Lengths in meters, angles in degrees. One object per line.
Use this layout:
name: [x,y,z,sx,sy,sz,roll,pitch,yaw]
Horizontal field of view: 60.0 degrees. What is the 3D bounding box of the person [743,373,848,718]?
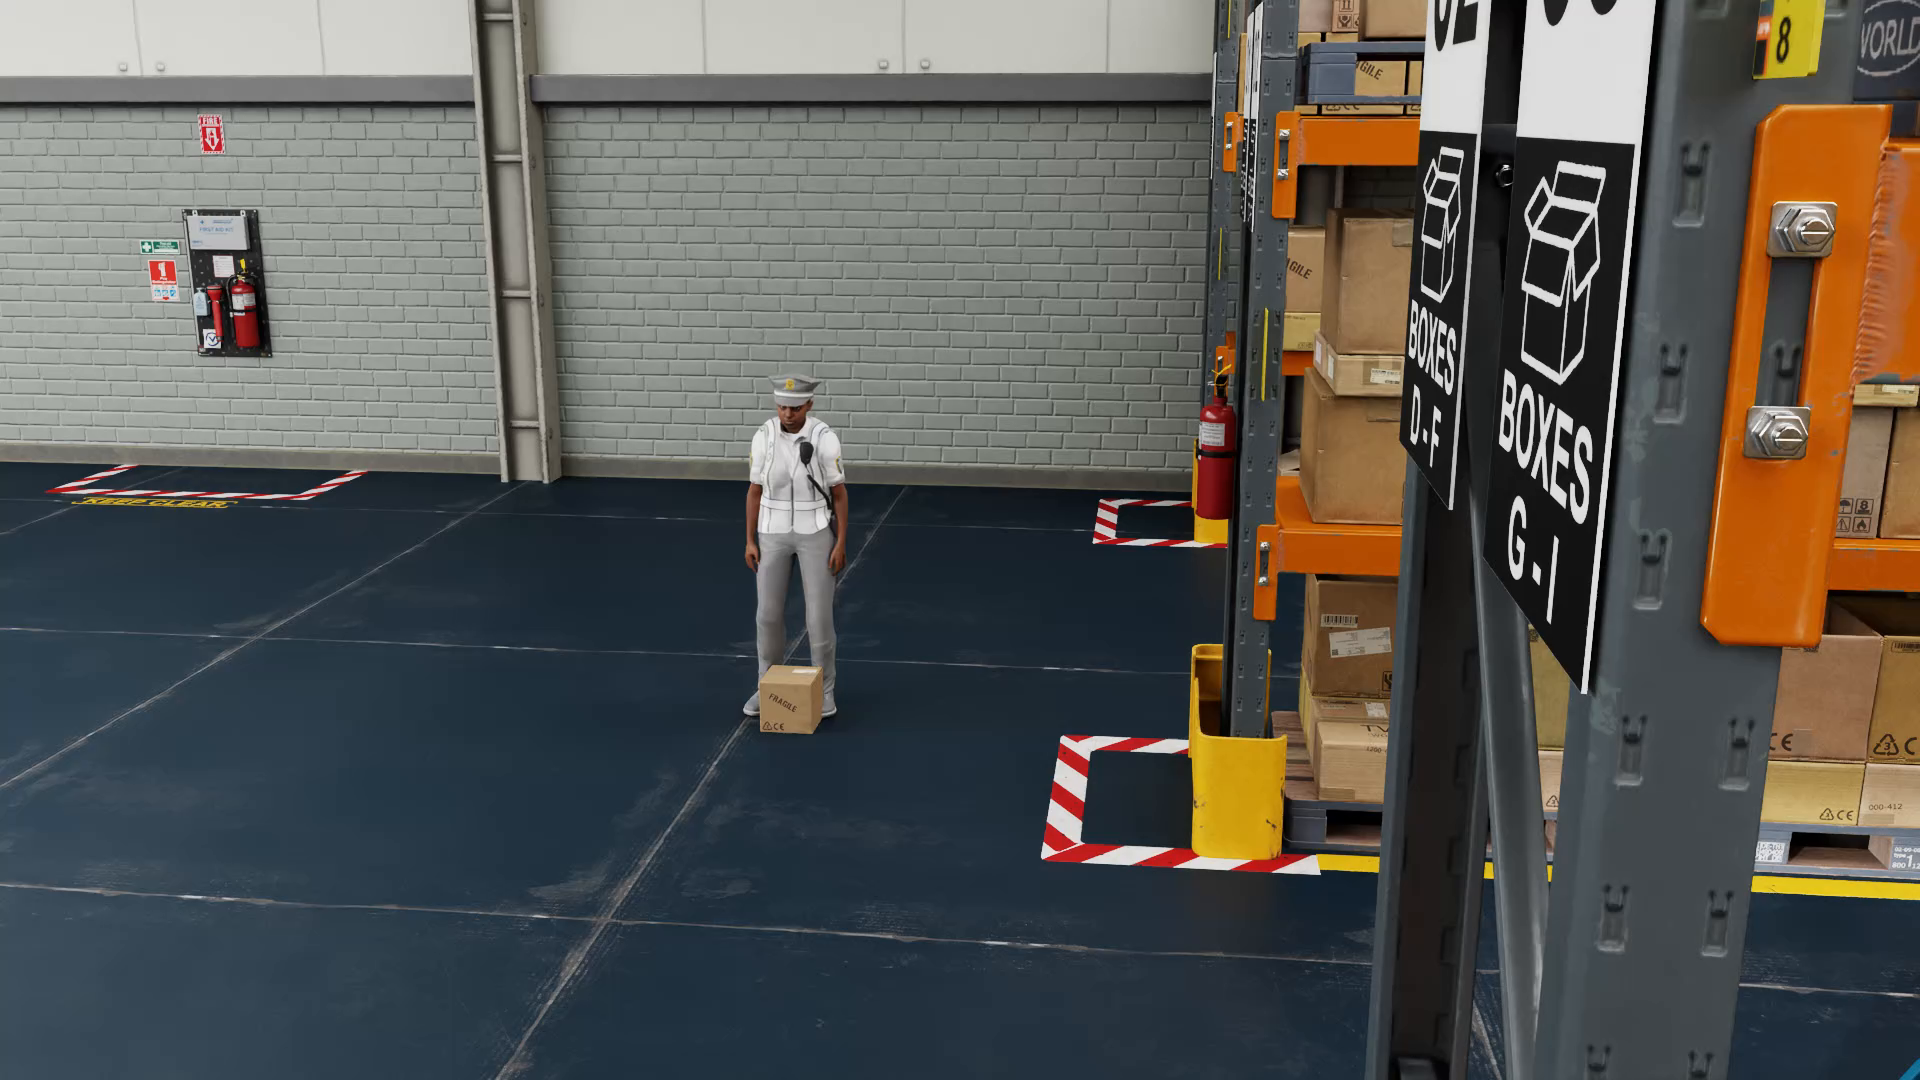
person: [-0.787,0.017,7.943,0.508,1.659,0.395,2,14,6]
